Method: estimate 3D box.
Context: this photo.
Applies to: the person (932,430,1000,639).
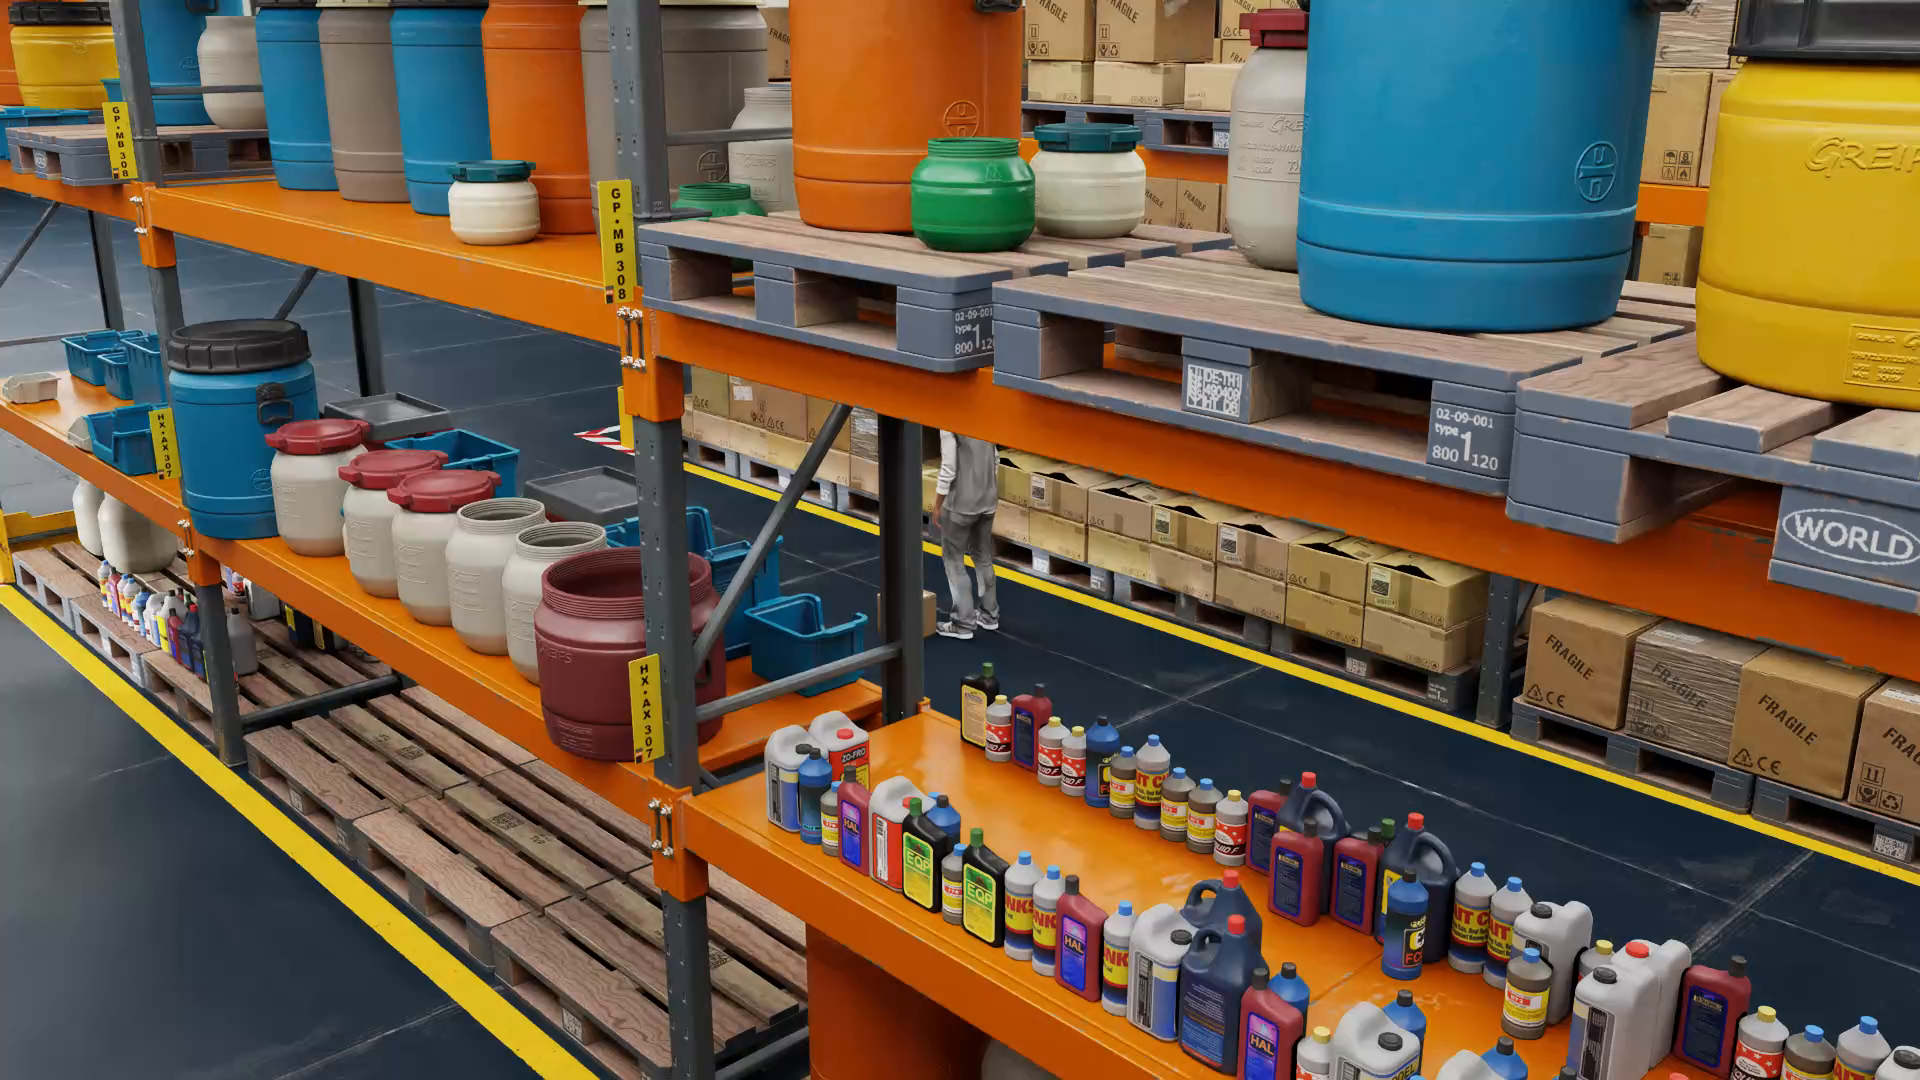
[{"bbox_3d":[0.041,-0.198,9.710,0.481,1.582,0.343,-17,24,-42],"label":"person"}]
